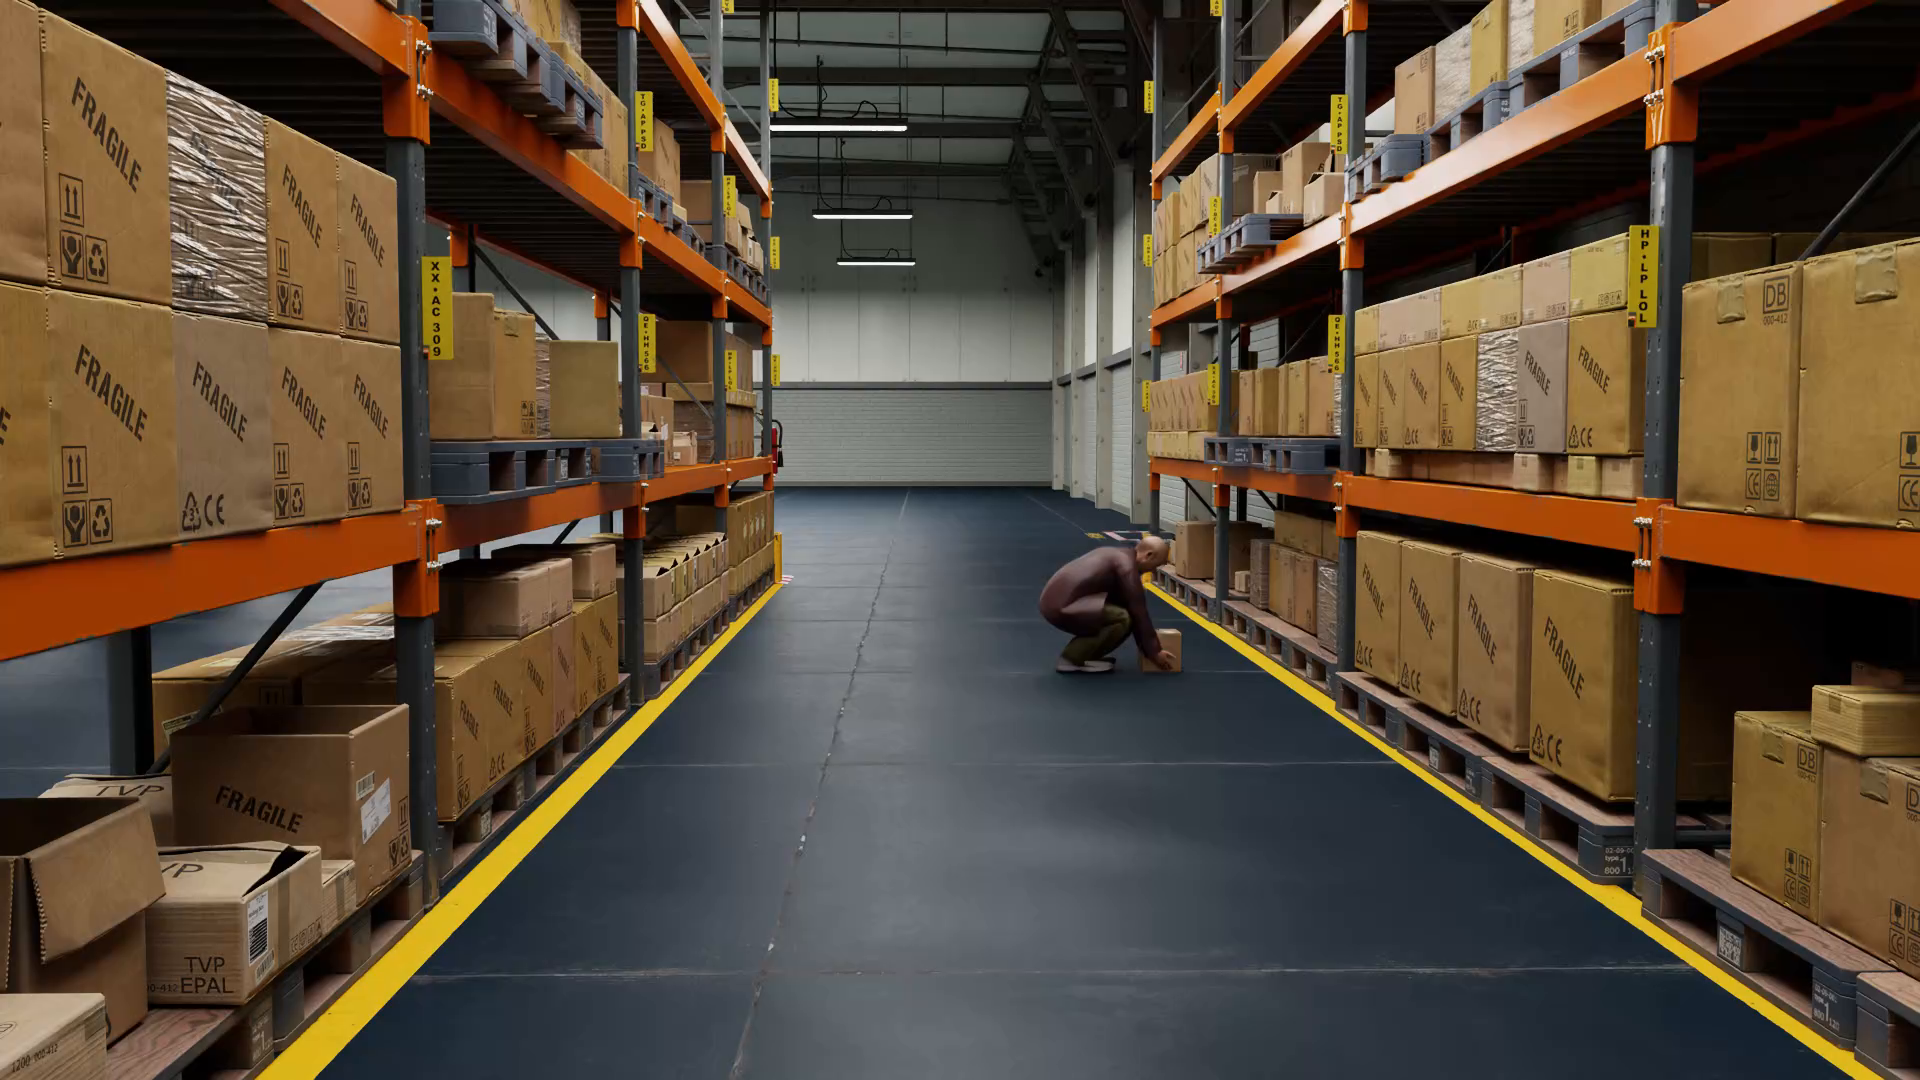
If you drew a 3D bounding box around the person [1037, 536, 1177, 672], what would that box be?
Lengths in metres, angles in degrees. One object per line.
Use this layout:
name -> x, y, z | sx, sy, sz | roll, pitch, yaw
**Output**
person -> 0.949, 0.421, 10.847 | 0.896, 0.889, 0.599 | 0, 4, -1
